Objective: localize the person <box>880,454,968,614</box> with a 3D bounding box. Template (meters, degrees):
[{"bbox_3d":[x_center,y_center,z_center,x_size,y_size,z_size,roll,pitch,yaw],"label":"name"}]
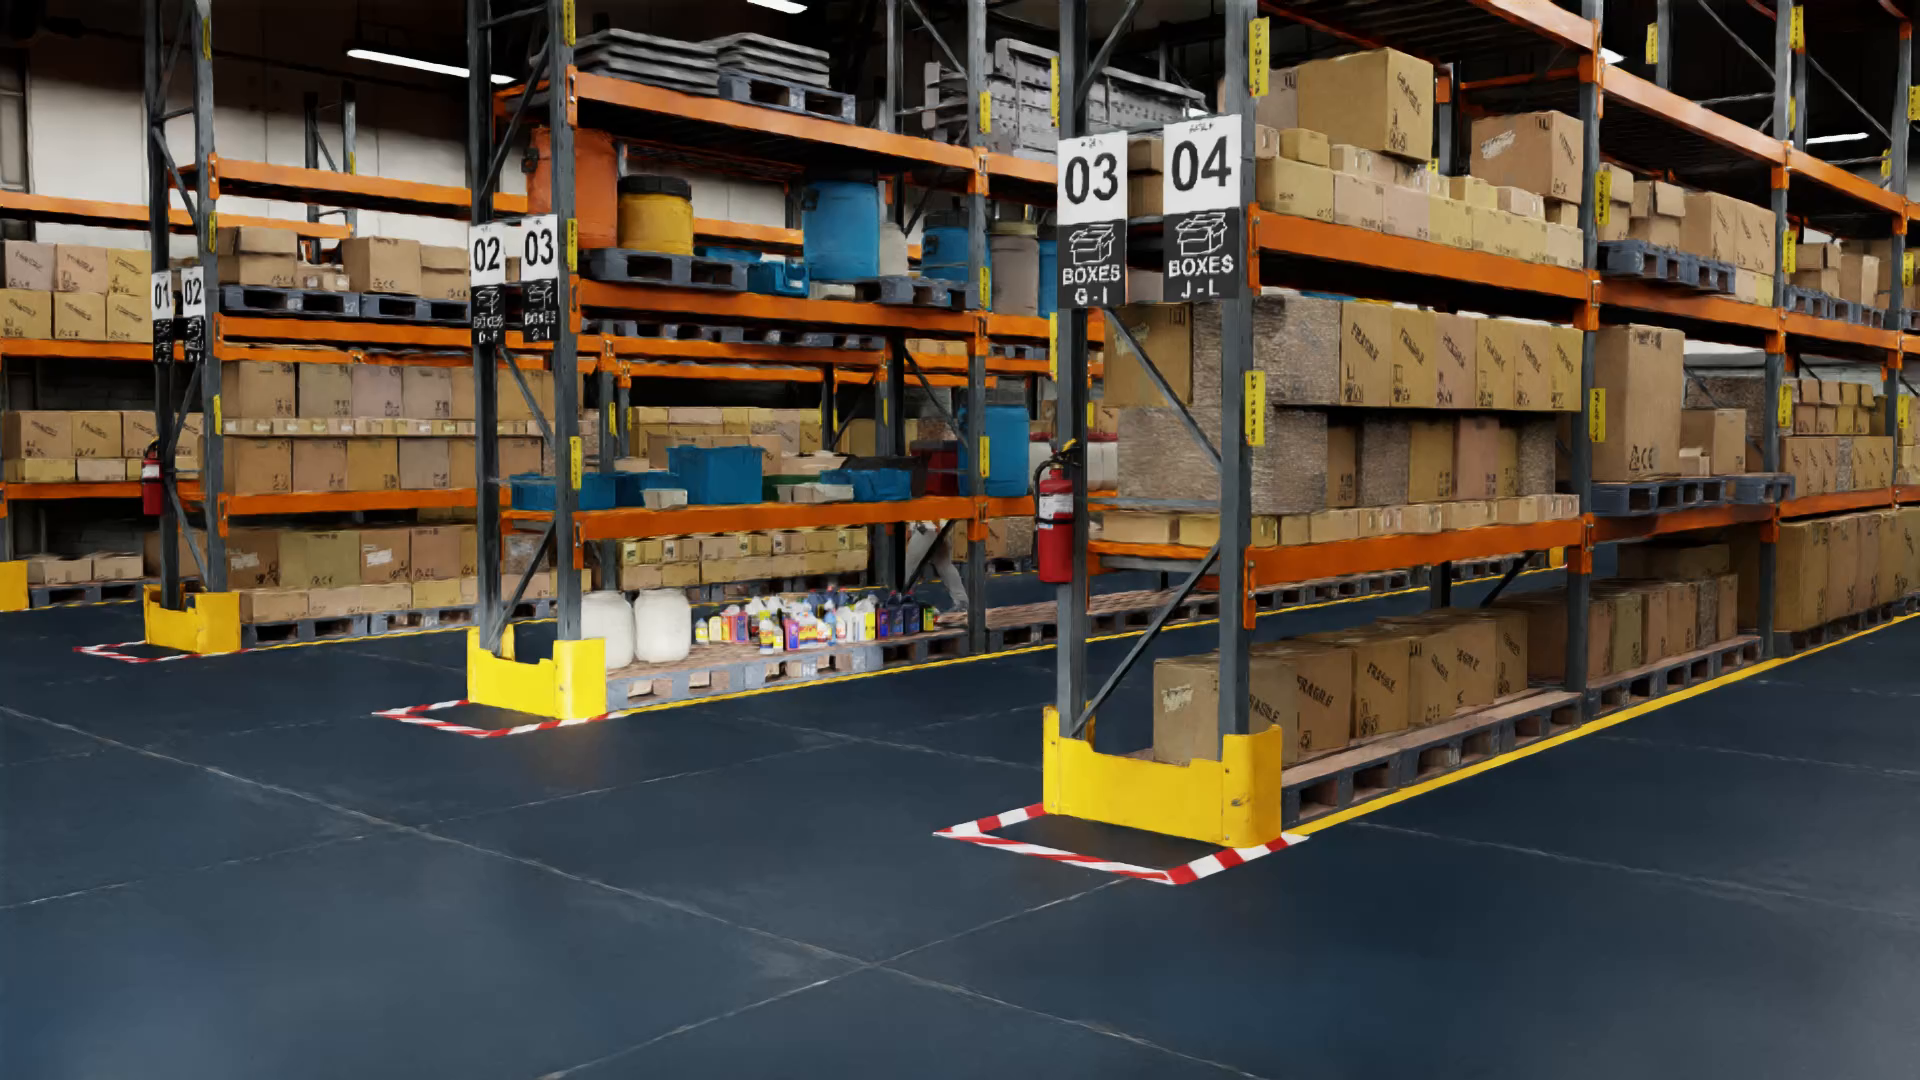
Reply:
[{"bbox_3d":[-0.374,-0.068,16.483,0.958,1.623,0.468,1,4,10],"label":"person"}]
